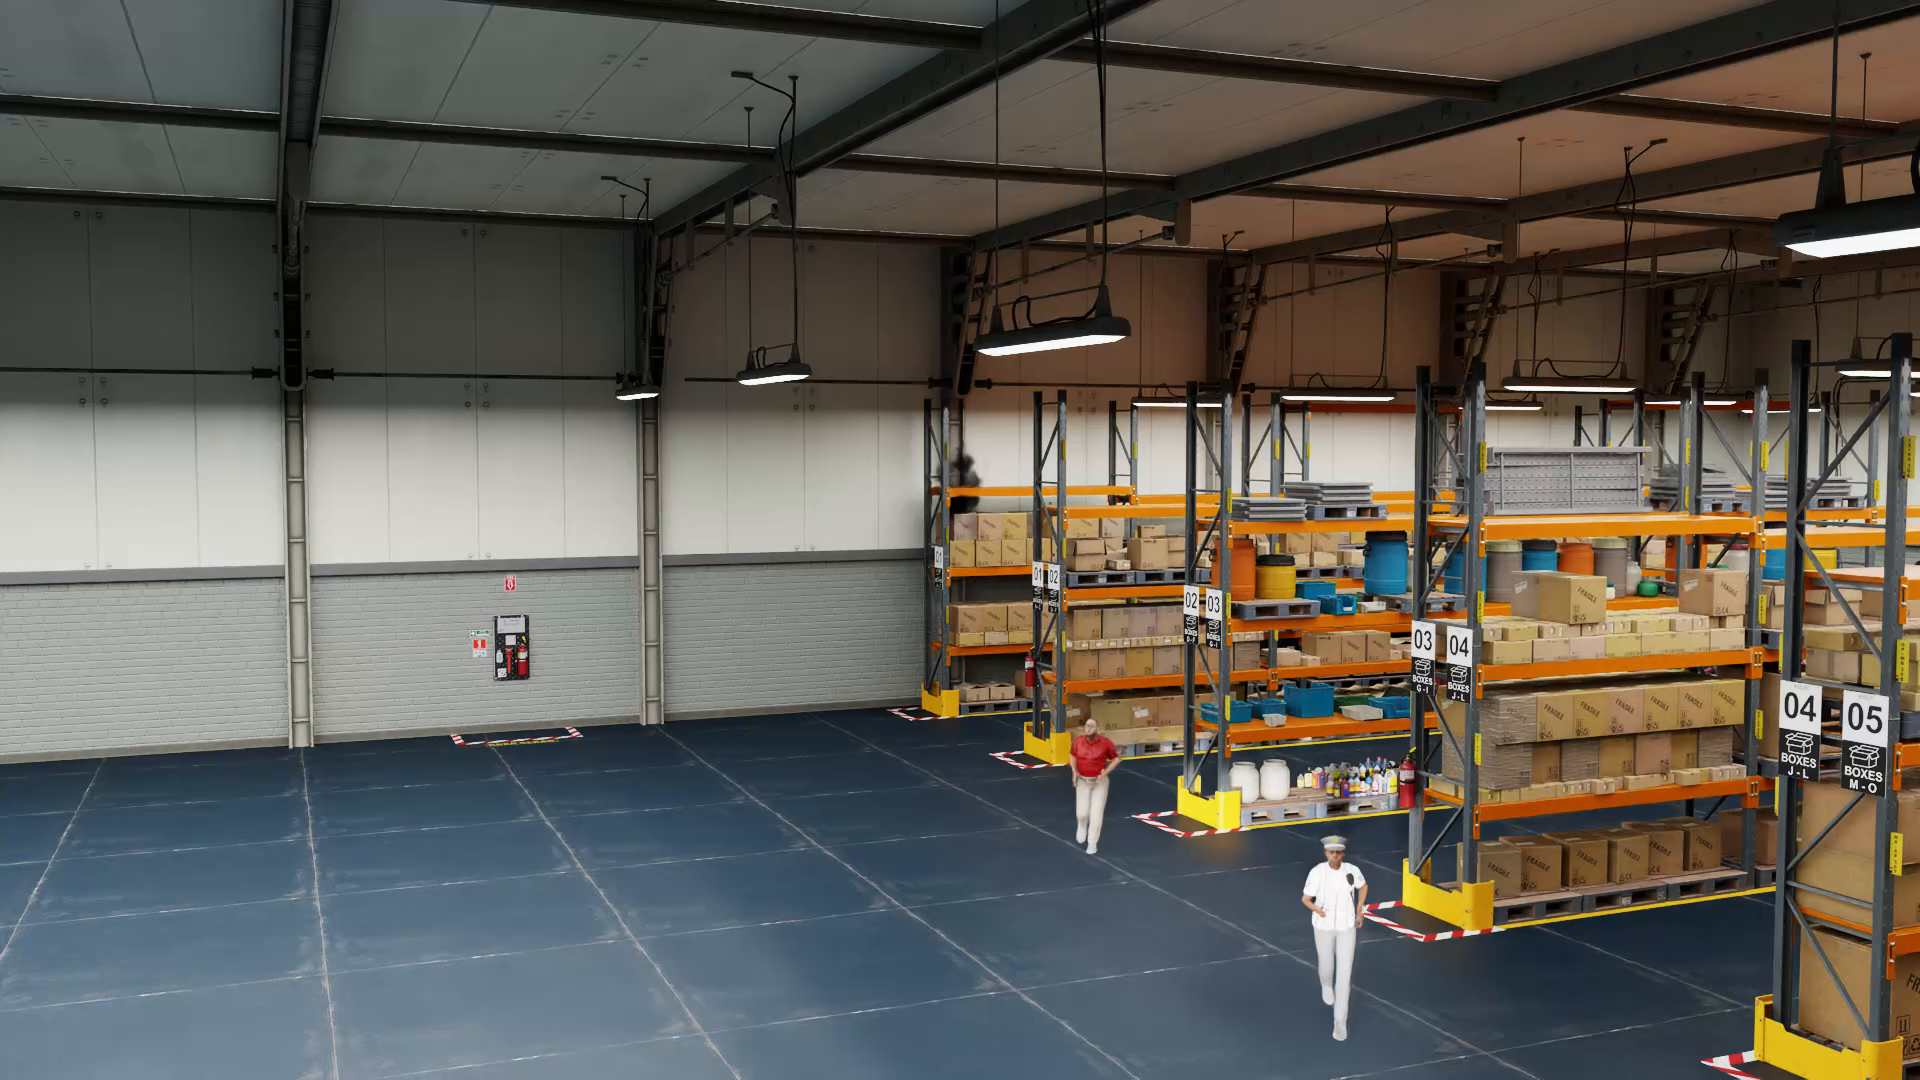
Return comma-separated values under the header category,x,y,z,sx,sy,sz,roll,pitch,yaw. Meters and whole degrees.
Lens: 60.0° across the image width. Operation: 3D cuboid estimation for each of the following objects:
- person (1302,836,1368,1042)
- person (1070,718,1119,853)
category,x,y,z,sx,sy,sz,roll,pitch,yaw
person,3.321,3.445,14.740,0.579,1.712,0.924,1,3,11
person,1.678,3.089,20.991,0.649,1.698,0.631,1,3,13
